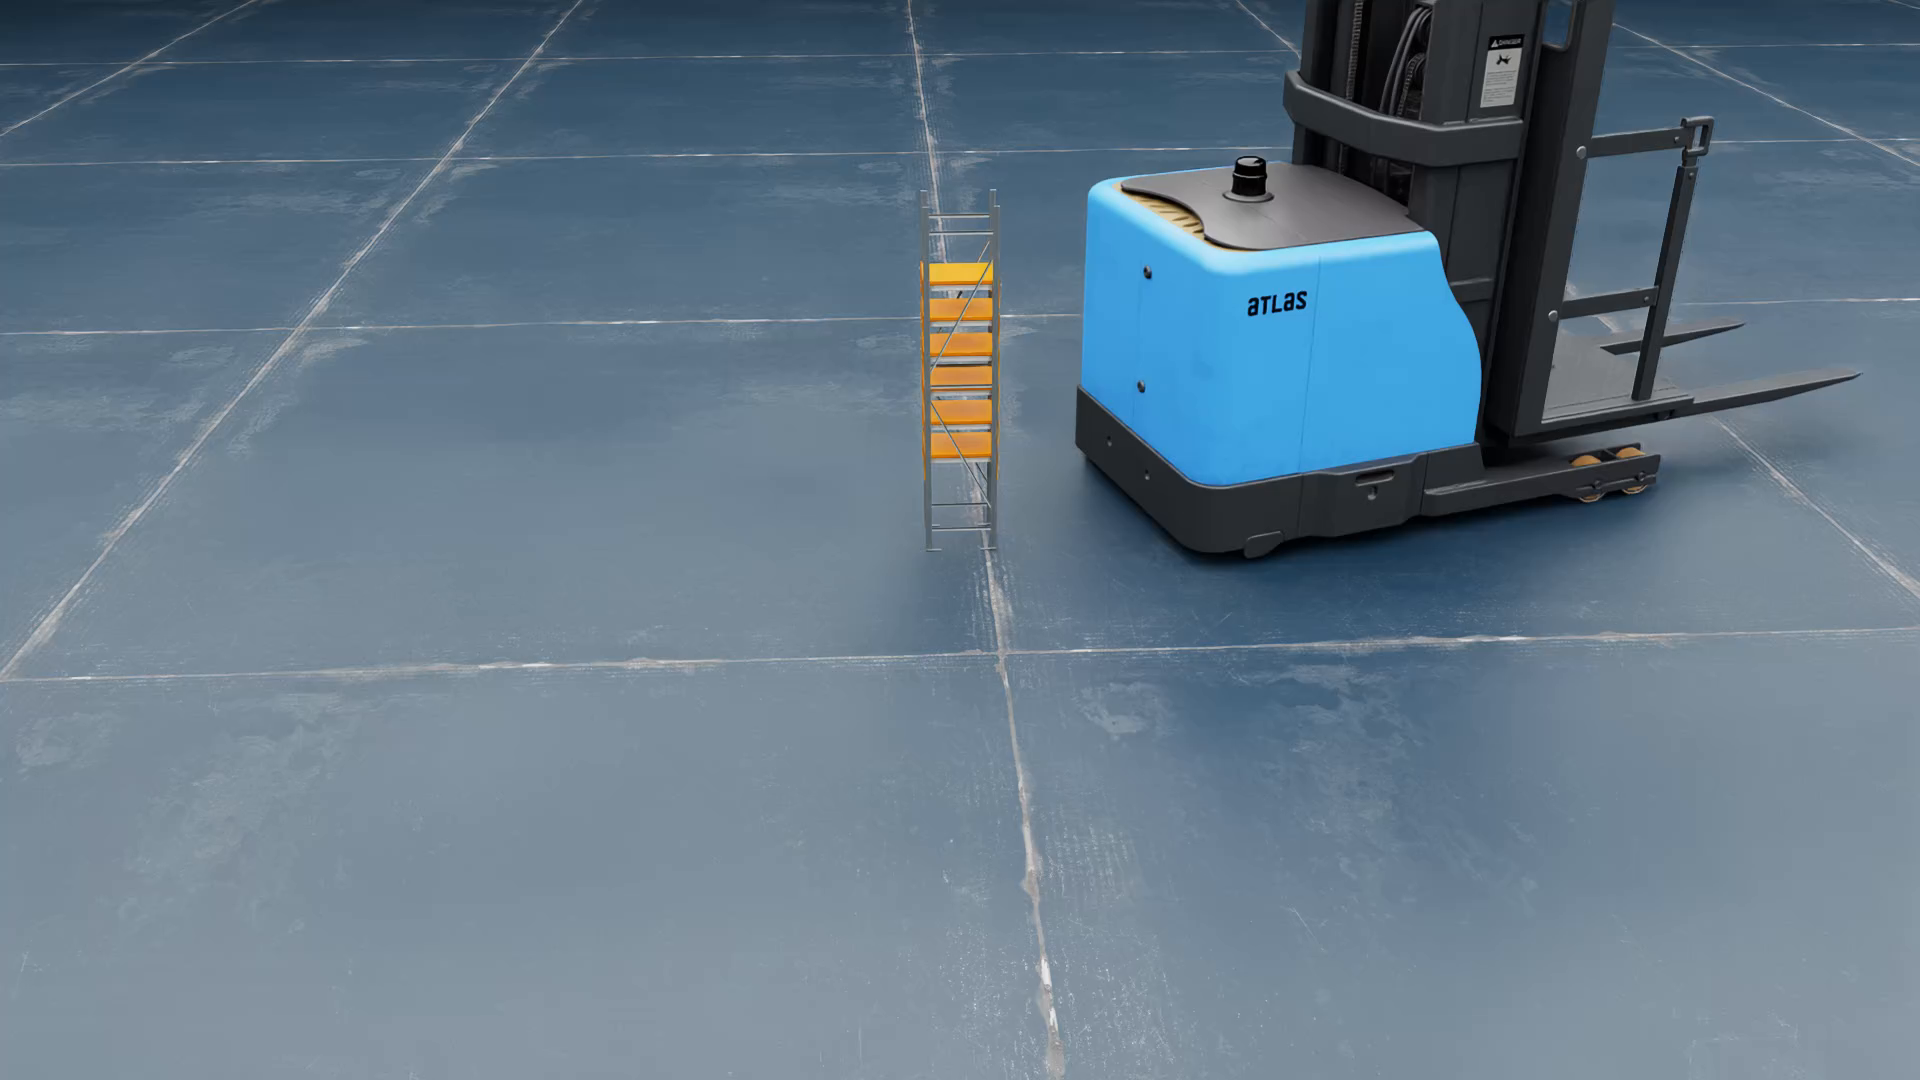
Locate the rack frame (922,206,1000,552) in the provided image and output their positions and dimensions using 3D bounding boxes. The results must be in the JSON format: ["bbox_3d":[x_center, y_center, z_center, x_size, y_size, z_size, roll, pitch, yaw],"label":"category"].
[{"bbox_3d":[0.004,-0.496,5.404,0.240,1.200,0.006,-1,28,-3],"label":"rack frame"}]

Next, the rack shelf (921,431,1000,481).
[{"bbox_3d":[-0.001,-0.286,5.617,0.258,0.103,0.180,-1,28,-3],"label":"rack shelf"}]

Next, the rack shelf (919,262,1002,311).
[{"bbox_3d":[-0.001,-0.818,5.339,0.258,0.103,0.180,-1,28,-3],"label":"rack shelf"}]

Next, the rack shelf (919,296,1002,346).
[{"bbox_3d":[-0.001,-0.712,5.395,0.258,0.103,0.180,-1,28,-3],"label":"rack shelf"}]

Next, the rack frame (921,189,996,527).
[{"bbox_3d":[-0.006,-0.581,5.566,0.240,1.200,0.006,-1,28,-3],"label":"rack frame"}]

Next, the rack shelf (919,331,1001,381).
[{"bbox_3d":[-0.001,-0.606,5.450,0.258,0.103,0.180,-1,28,-3],"label":"rack shelf"}]

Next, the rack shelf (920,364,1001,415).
[{"bbox_3d":[-0.001,-0.499,5.506,0.258,0.103,0.180,-1,28,-3],"label":"rack shelf"}]

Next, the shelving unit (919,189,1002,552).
[{"bbox_3d":[-0.001,-0.539,5.485,0.258,1.200,0.189,-1,28,-3],"label":"shelving unit"}]

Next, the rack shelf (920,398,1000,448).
[{"bbox_3d":[-0.001,-0.393,5.561,0.258,0.103,0.180,-1,28,-3],"label":"rack shelf"}]

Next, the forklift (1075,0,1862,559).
[{"bbox_3d":[2.007,-1.652,5.749,3.031,2.935,1.130,-10,29,-18],"label":"forklift"}]
